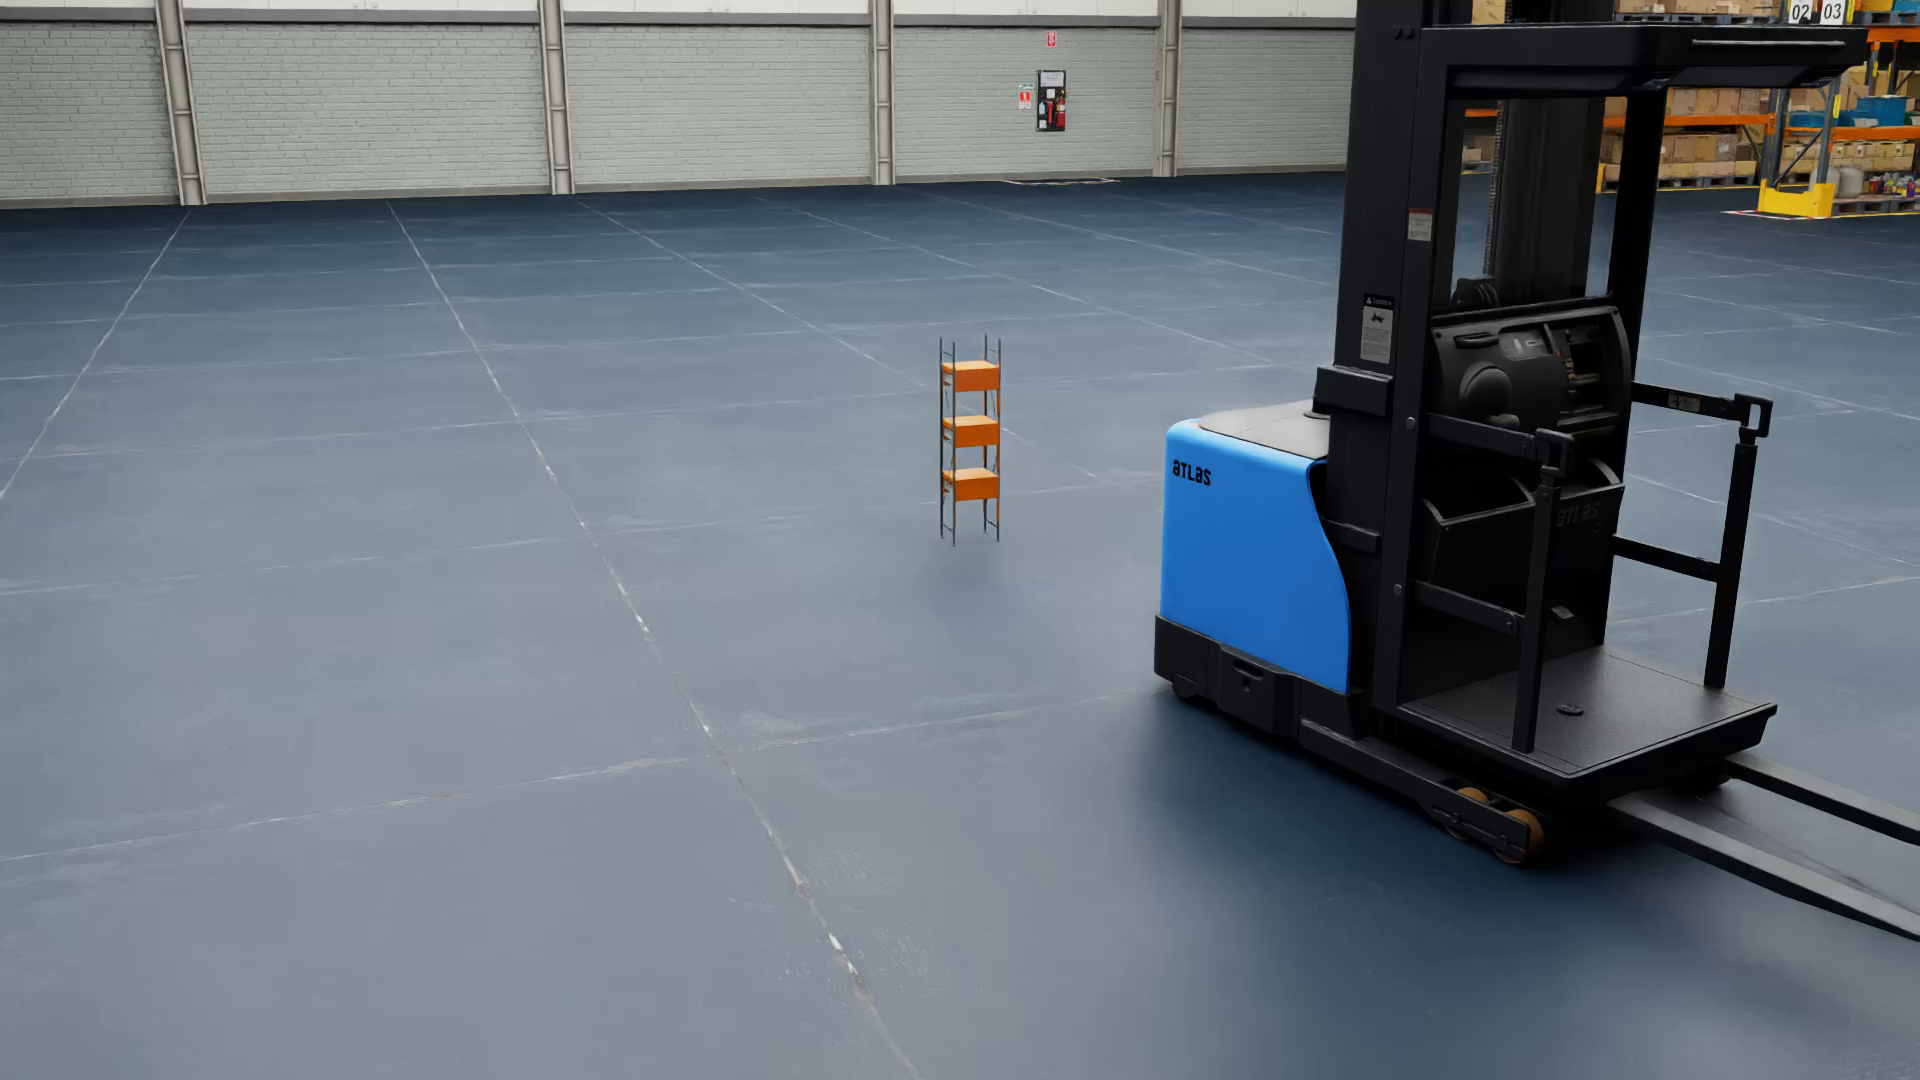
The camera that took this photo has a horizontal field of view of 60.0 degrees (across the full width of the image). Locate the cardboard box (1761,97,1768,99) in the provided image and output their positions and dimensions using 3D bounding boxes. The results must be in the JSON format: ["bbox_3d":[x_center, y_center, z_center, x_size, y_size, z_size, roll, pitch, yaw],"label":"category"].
[{"bbox_3d":[17.774,-9.811,37.095,0.250,0.149,0.380,-6,17,-18],"label":"cardboard box"}]

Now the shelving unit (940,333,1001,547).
[{"bbox_3d":[0.050,-0.509,8.469,0.252,1.050,0.215,-6,17,-20],"label":"shelving unit"}]

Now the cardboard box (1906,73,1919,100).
[{"bbox_3d":[19.191,-8.962,32.869,0.500,0.500,0.700,-13,21,-38],"label":"cardboard box"}]

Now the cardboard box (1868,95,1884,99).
[{"bbox_3d":[17.739,-8.537,32.504,0.500,0.311,0.500,-6,18,-21],"label":"cardboard box"}]

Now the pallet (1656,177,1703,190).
[{"bbox_3d":[13.009,-6.685,30.987,1.213,0.211,1.003,-6,17,-20],"label":"pallet"}]

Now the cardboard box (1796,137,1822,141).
[{"bbox_3d":[19.213,-9.305,38.032,0.750,0.750,0.750,-6,17,-18],"label":"cardboard box"}]

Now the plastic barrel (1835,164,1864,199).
[{"bbox_3d":[13.997,-5.654,26.197,0.421,0.512,0.421,0,16,0],"label":"plastic barrel"}]

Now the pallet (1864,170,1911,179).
[{"bbox_3d":[17.861,-7.208,32.771,1.213,0.211,1.003,-6,17,-20],"label":"pallet"}]

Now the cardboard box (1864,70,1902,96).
[{"bbox_3d":[21.115,-10.520,38.565,0.700,0.700,0.980,-6,17,-19],"label":"cardboard box"}]

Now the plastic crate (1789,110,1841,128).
[{"bbox_3d":[13.302,-6.567,25.900,0.616,0.251,0.499,-6,17,-20],"label":"plastic crate"}]

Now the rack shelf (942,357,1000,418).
[{"bbox_3d":[0.050,-0.771,8.392,0.240,0.259,0.215,-6,17,-20],"label":"rack shelf"}]

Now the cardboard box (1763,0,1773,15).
[{"bbox_3d":[17.775,-11.752,37.011,0.500,0.500,0.700,-7,18,-23],"label":"cardboard box"}]

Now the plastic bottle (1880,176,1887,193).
[{"bbox_3d":[14.875,-5.746,26.894,0.135,0.276,0.152,-7,18,-22],"label":"plastic bottle"}]

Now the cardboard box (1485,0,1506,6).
[{"bbox_3d":[10.805,-11.159,33.963,0.500,0.500,0.500,-6,17,-19],"label":"cardboard box"}]

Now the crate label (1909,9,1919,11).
[{"bbox_3d":[14.808,-7.979,25.384,0.408,0.251,0.502,-6,17,-20],"label":"crate label"}]

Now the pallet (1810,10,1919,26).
[{"bbox_3d":[13.749,-7.915,25.240,1.213,0.211,1.003,-6,17,-20],"label":"pallet"}]

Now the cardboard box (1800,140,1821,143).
[{"bbox_3d":[16.605,-7.637,32.420,0.500,0.311,0.500,-6,18,-21],"label":"cardboard box"}]

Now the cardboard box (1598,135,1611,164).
[{"bbox_3d":[11.567,-7.187,30.552,0.500,0.500,0.500,-6,17,-20],"label":"cardboard box"}]

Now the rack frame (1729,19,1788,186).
[{"bbox_3d":[14.908,-8.216,31.252,0.127,3.000,1.000,-6,17,-20],"label":"rack frame"}]

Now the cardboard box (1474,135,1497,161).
[{"bbox_3d":[11.310,-8.292,35.166,0.500,0.500,0.700,-7,18,-24],"label":"cardboard box"}]

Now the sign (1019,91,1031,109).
[{"bbox_3d":[1.264,-8.558,32.354,0.234,0.329,0.001,-6,17,-20],"label":"sign"}]

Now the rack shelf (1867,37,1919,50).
[{"bbox_3d":[16.776,-9.512,31.617,4.000,0.370,1.077,-6,17,-20],"label":"rack shelf"}]

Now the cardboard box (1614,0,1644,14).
[{"bbox_3d":[11.711,-9.627,29.556,0.637,0.503,0.797,-5,17,-16],"label":"cardboard box"}]

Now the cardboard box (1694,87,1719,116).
[{"bbox_3d":[13.536,-8.113,30.724,0.500,0.500,0.700,-6,17,-19],"label":"cardboard box"}]

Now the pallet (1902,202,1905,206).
[{"bbox_3d":[16.035,-5.517,27.012,1.213,0.211,1.003,-6,17,-20],"label":"pallet"}]

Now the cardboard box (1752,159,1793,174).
[{"bbox_3d":[15.373,-7.073,31.497,0.500,0.250,0.500,-7,18,-21],"label":"cardboard box"}]

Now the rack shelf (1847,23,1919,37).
[{"bbox_3d":[14.809,-7.805,25.805,4.000,0.370,1.077,-6,17,-20],"label":"rack shelf"}]

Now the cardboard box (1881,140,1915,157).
[{"bbox_3d":[18.242,-7.653,32.474,0.500,0.311,0.500,-6,17,-19],"label":"cardboard box"}]

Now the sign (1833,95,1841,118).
[{"bbox_3d":[13.135,-6.497,24.906,0.005,0.325,0.100,-6,17,-20],"label":"sign"}]

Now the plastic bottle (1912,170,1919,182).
[{"bbox_3d":[15.599,-5.861,27.154,0.185,0.351,0.144,-7,18,-22],"label":"plastic bottle"}]

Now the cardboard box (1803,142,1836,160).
[{"bbox_3d":[16.335,-7.445,31.766,0.500,0.311,0.500,-7,18,-22],"label":"cardboard box"}]

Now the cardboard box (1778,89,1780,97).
[{"bbox_3d":[18.369,-10.204,37.282,0.500,0.500,0.500,-6,17,-20],"label":"cardboard box"}]

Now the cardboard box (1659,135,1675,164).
[{"bbox_3d":[12.682,-7.155,30.443,0.500,0.500,0.500,-6,17,-20],"label":"cardboard box"}]

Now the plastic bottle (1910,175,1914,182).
[{"bbox_3d":[15.475,-5.798,27.081,0.097,0.271,0.097,0,16,0],"label":"plastic bottle"}]

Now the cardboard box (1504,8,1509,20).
[{"bbox_3d":[11.289,-10.738,34.304,0.500,0.500,0.500,-5,17,-17],"label":"cardboard box"}]

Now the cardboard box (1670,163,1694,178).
[{"bbox_3d":[13.155,-6.841,30.705,0.500,0.250,0.500,-6,17,-20],"label":"cardboard box"}]

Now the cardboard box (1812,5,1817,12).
[{"bbox_3d":[15.999,-9.900,31.185,0.500,0.250,0.500,-8,18,-25],"label":"cardboard box"}]

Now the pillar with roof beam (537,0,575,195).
[{"bbox_3d":[-5.527,-9.345,24.449,0.400,9.000,9.100,-6,17,-20],"label":"pillar with roof beam"}]

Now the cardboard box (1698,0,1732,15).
[{"bbox_3d":[13.839,-9.845,30.641,0.500,0.311,0.500,-7,18,-23],"label":"cardboard box"}]

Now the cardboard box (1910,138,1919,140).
[{"bbox_3d":[19.484,-8.153,33.364,0.500,0.250,0.500,-5,17,-18],"label":"cardboard box"}]

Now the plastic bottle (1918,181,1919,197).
[{"bbox_3d":[15.160,-5.556,26.257,0.097,0.271,0.097,0,16,0],"label":"plastic bottle"}]

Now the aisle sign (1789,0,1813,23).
[{"bbox_3d":[12.768,-7.827,25.315,0.004,0.787,0.394,-6,17,-20],"label":"aisle sign"}]

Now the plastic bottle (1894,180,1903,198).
[{"bbox_3d":[14.746,-5.512,26.105,0.097,0.271,0.097,0,16,0],"label":"plastic bottle"}]

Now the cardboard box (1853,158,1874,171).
[{"bbox_3d":[17.289,-7.281,32.204,0.500,0.250,0.500,-6,17,-19],"label":"cardboard box"}]

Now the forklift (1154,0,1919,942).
[{"bbox_3d":[1.996,-0.552,5.275,1.130,2.935,3.031,-11,19,-32],"label":"forklift"}]

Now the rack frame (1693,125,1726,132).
[{"bbox_3d":[16.867,-9.922,37.062,0.127,3.000,1.000,-6,17,-20],"label":"rack frame"}]

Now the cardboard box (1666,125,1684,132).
[{"bbox_3d":[15.659,-9.166,36.813,0.500,0.250,0.500,-6,17,-19],"label":"cardboard box"}]

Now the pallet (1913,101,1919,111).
[{"bbox_3d":[19.251,-8.614,32.948,1.003,0.211,1.213,-6,17,-20],"label":"pallet"}]
